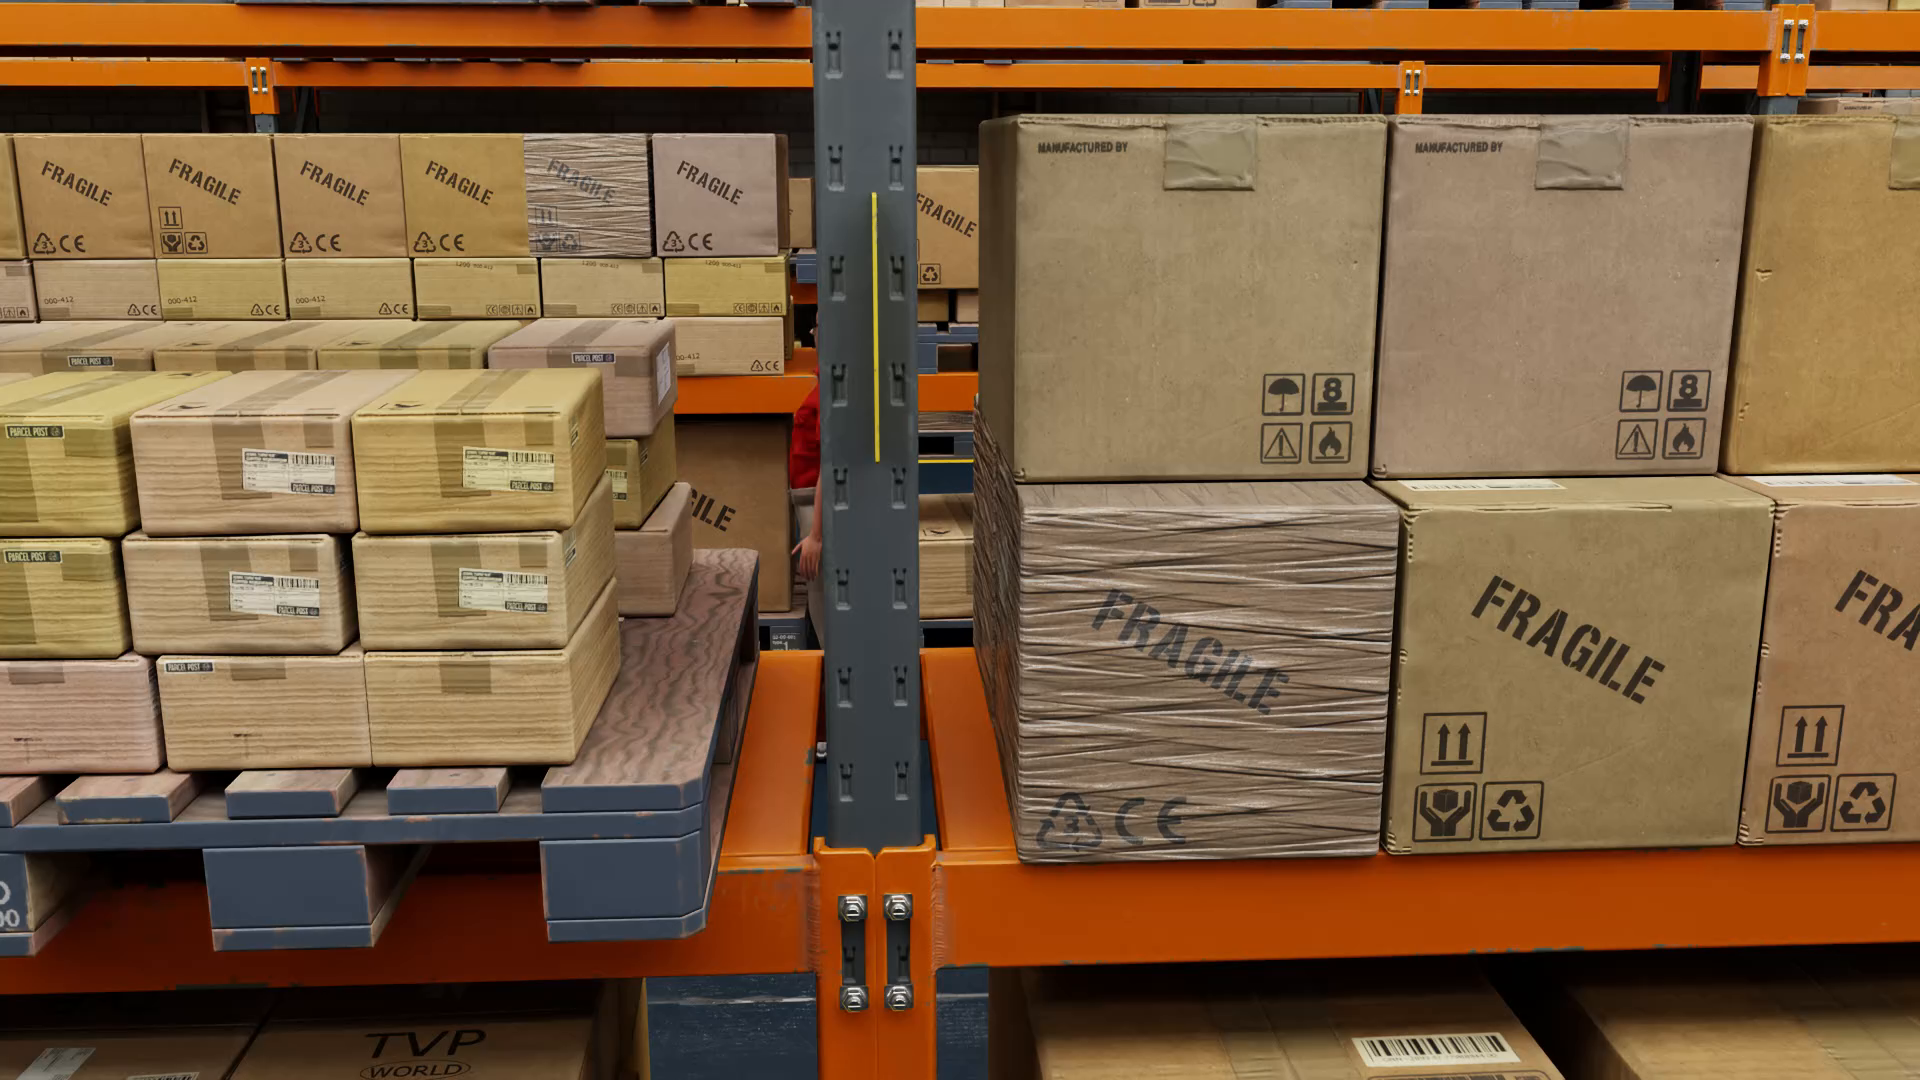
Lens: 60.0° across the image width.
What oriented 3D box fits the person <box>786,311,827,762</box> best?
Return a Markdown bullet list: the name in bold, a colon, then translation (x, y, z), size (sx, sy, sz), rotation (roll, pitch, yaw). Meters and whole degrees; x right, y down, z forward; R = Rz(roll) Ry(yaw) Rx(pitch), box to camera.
- **person**: translation (-0.466, -0.042, 6.207), size (0.361, 1.730, 0.529), rotation (2, 14, 10)
